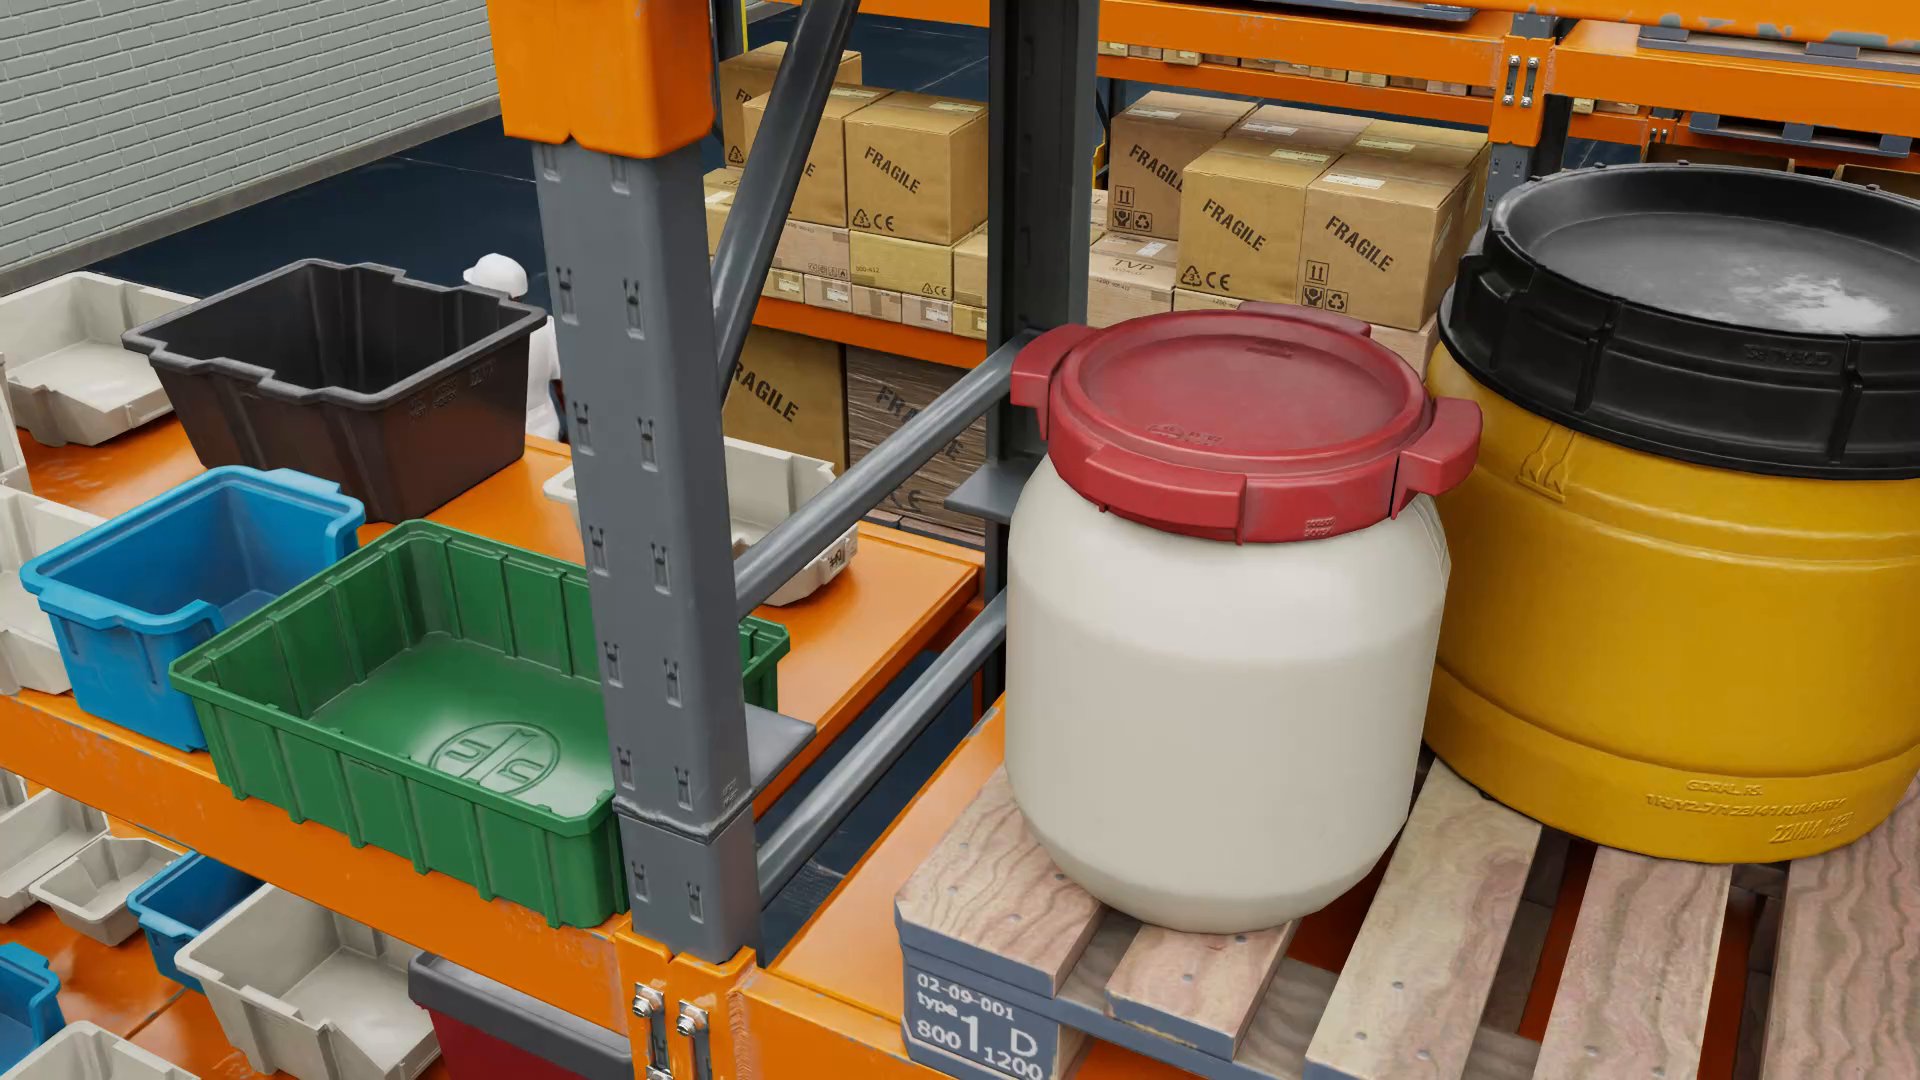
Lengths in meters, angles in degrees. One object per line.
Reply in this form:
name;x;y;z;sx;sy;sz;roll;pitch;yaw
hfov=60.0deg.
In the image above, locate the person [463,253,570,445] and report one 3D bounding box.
person;-2.027;-0.451;7.396;1.039;1.722;0.598;17;34;26
